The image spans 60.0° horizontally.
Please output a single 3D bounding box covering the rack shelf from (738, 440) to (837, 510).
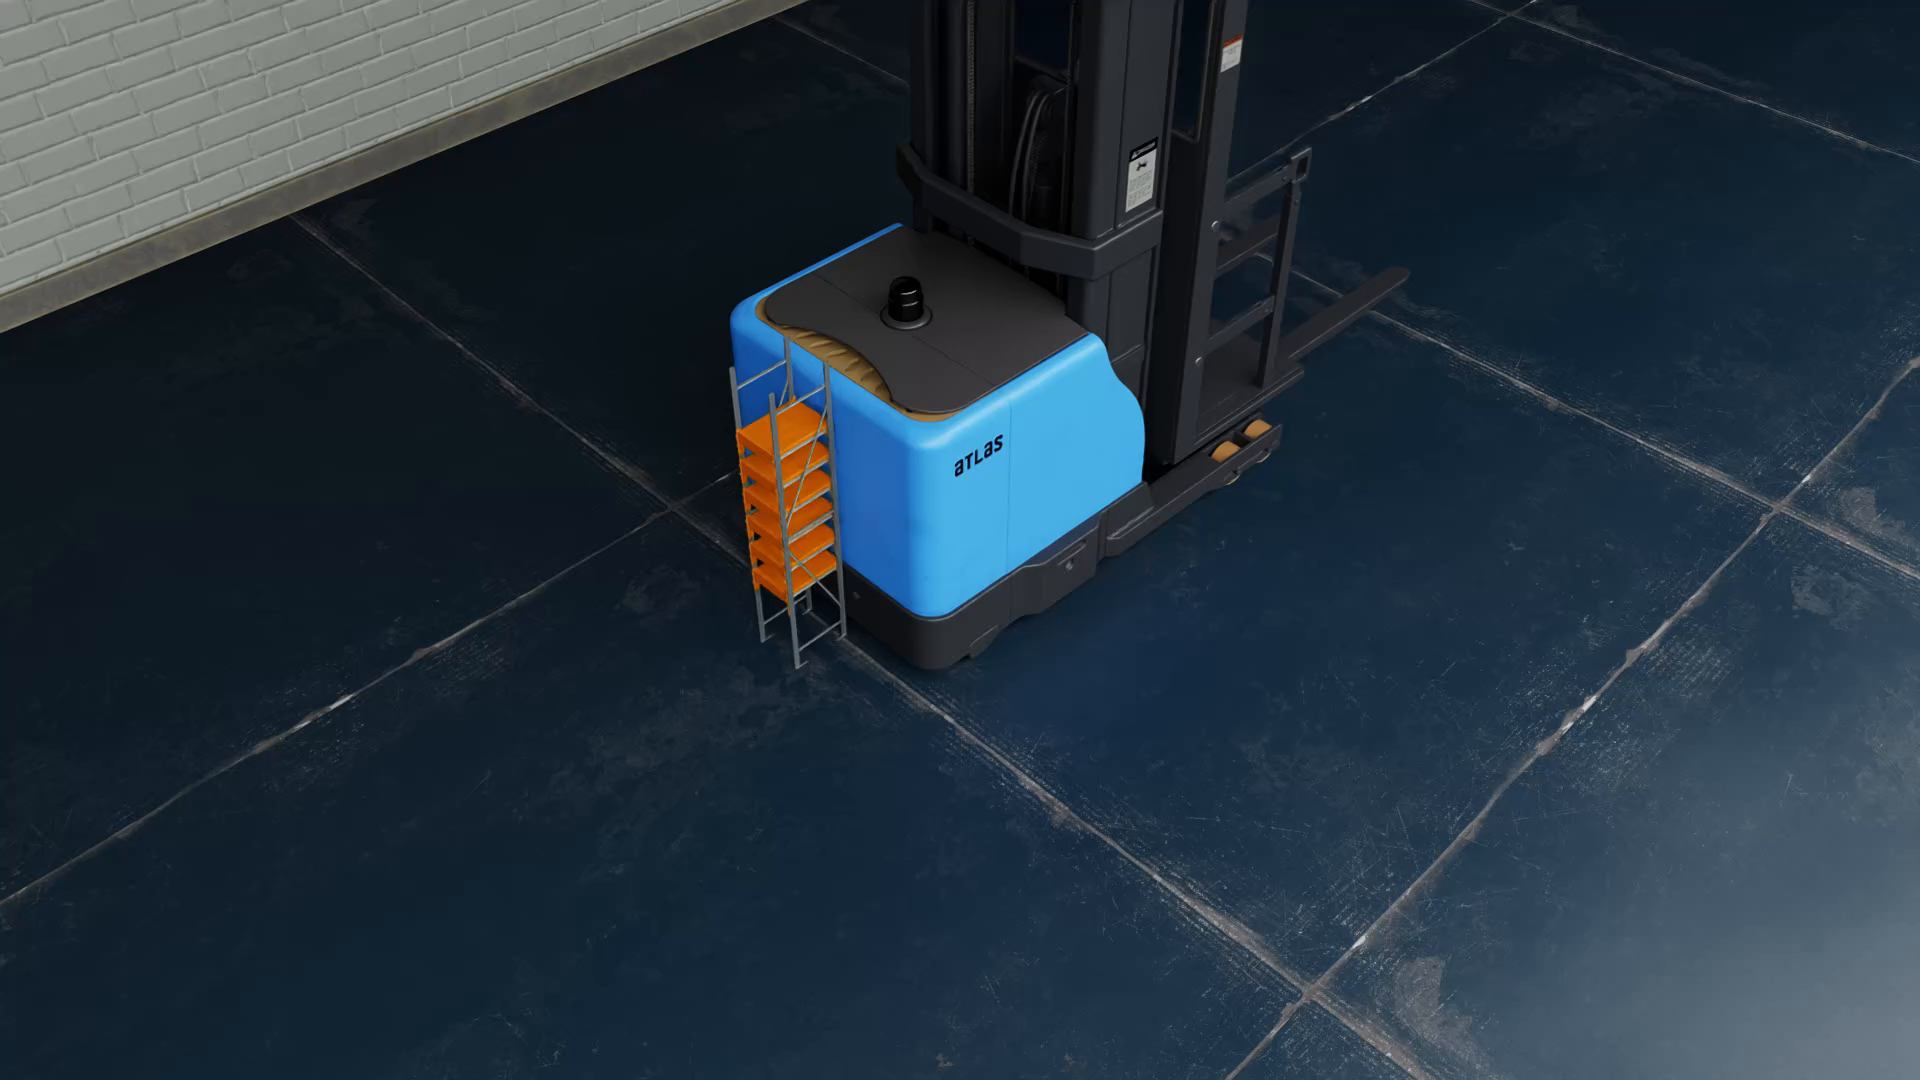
[{"bbox_3d":[-0.551,-0.236,5.333,0.180,0.103,0.258,34,52,31],"label":"rack shelf"}]

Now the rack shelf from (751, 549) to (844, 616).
[{"bbox_3d":[-0.551,0.117,5.658,0.180,0.103,0.258,34,52,31],"label":"rack shelf"}]

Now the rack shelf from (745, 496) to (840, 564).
[{"bbox_3d":[-0.551,-0.059,5.495,0.180,0.103,0.258,34,52,31],"label":"rack shelf"}]

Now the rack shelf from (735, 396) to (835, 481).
[{"bbox_3d":[-0.551,-0.324,5.251,0.180,0.103,0.258,34,52,31],"label":"rack shelf"}]

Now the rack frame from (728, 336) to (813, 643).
[{"bbox_3d":[-0.616,-0.135,5.512,0.006,1.200,0.240,34,52,31],"label":"rack frame"}]

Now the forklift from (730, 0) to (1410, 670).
[{"bbox_3d":[0.627,-1.520,5.736,3.031,2.935,1.130,-33,52,-31],"label":"forklift"}]

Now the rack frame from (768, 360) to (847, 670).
[{"bbox_3d":[-0.486,-0.048,5.418,0.006,1.200,0.240,34,52,31],"label":"rack frame"}]

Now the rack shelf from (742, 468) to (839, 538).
[{"bbox_3d":[-0.551,-0.147,5.414,0.180,0.103,0.258,34,52,31],"label":"rack shelf"}]

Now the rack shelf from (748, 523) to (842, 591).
[{"bbox_3d":[-0.551,0.029,5.577,0.180,0.103,0.258,34,52,31],"label":"rack shelf"}]

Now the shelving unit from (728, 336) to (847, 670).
[{"bbox_3d":[-0.551,-0.092,5.465,0.189,1.200,0.258,34,52,31],"label":"shelving unit"}]
